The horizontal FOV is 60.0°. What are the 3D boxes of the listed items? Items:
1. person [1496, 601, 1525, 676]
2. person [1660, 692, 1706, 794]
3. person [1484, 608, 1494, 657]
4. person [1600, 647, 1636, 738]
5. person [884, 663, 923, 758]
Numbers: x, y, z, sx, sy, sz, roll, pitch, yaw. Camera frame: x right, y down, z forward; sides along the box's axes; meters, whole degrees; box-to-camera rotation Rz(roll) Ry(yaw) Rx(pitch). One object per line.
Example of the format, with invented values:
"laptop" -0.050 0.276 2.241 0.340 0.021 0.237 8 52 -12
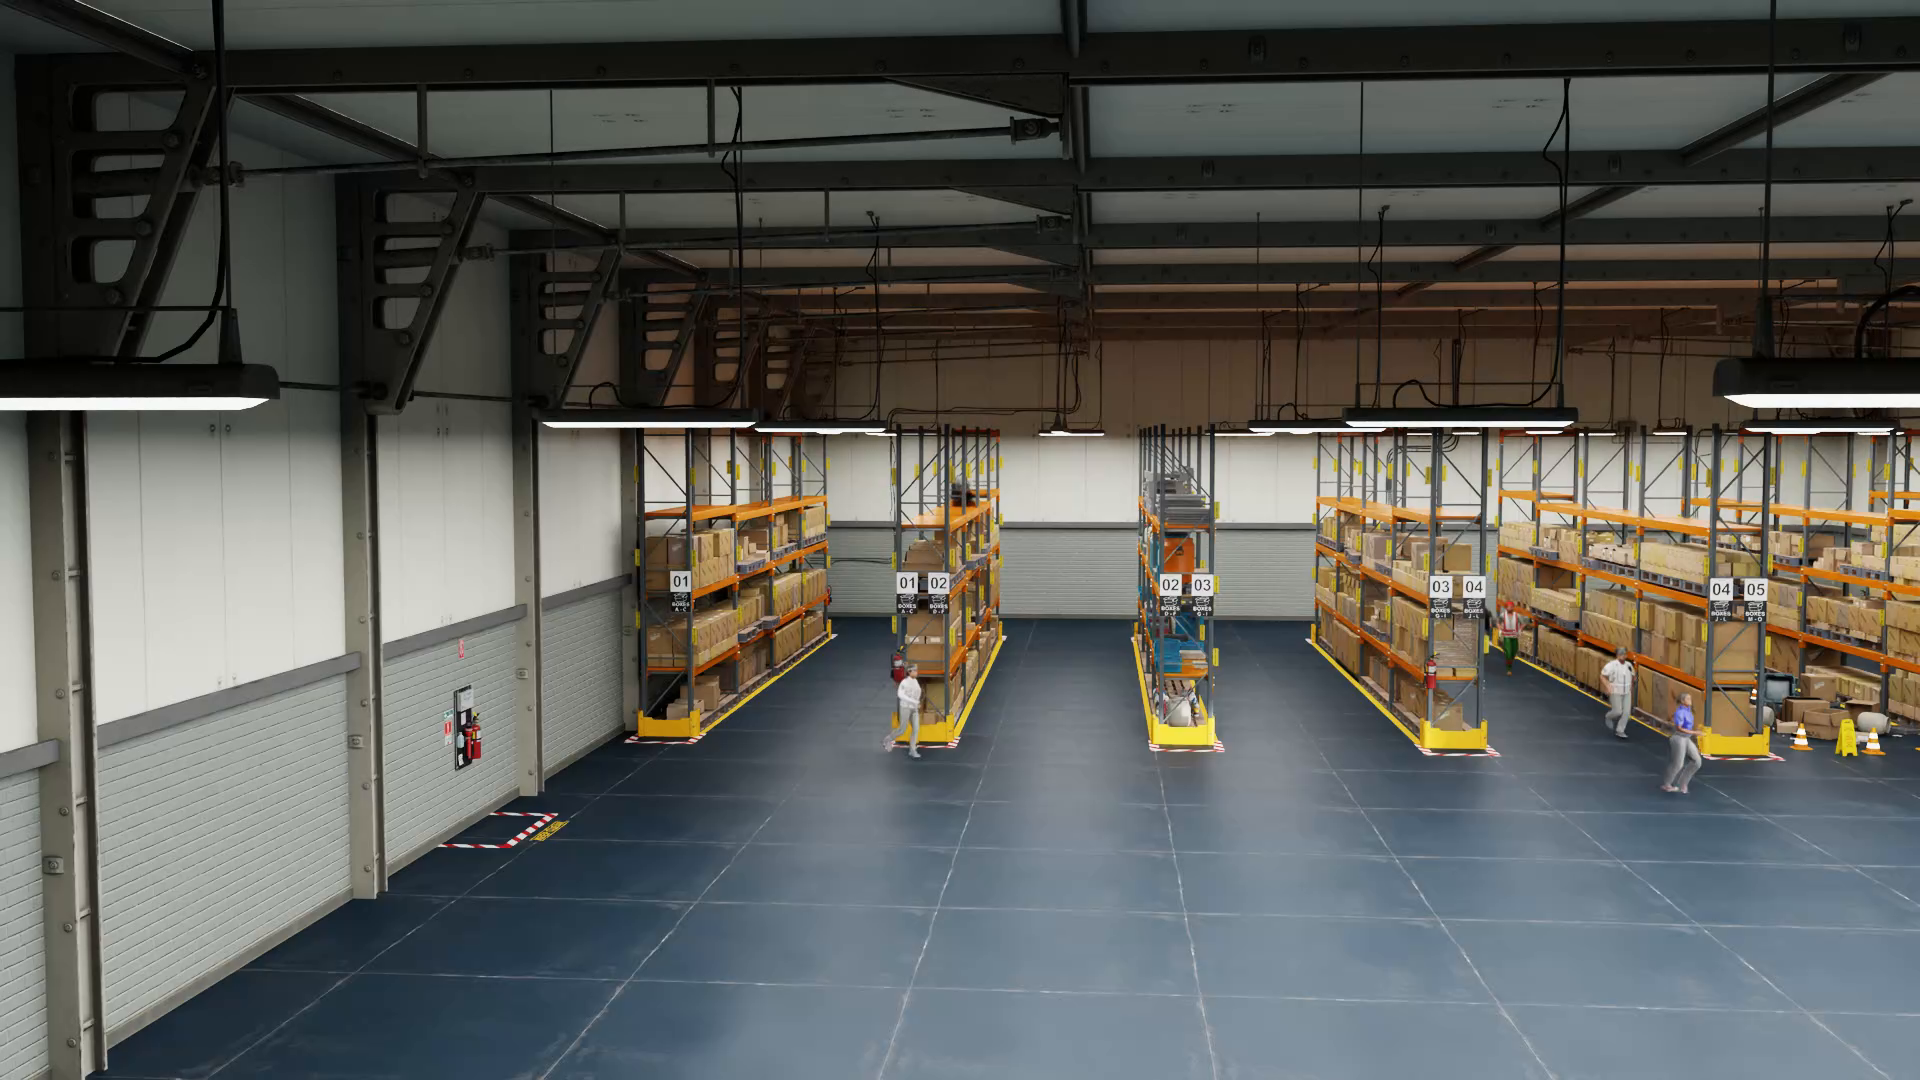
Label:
"person" 13.342 2.366 40.310 0.648 1.787 0.867 1 4 12
"person" 11.666 3.286 26.774 0.692 1.692 0.600 3 5 44
"person" 13.285 2.317 42.397 0.676 1.690 0.814 0 4 8
"person" 12.685 2.905 31.985 0.679 1.736 0.619 0 3 -3
"person" -0.948 3.059 30.100 0.851 1.672 0.649 3 4 36
